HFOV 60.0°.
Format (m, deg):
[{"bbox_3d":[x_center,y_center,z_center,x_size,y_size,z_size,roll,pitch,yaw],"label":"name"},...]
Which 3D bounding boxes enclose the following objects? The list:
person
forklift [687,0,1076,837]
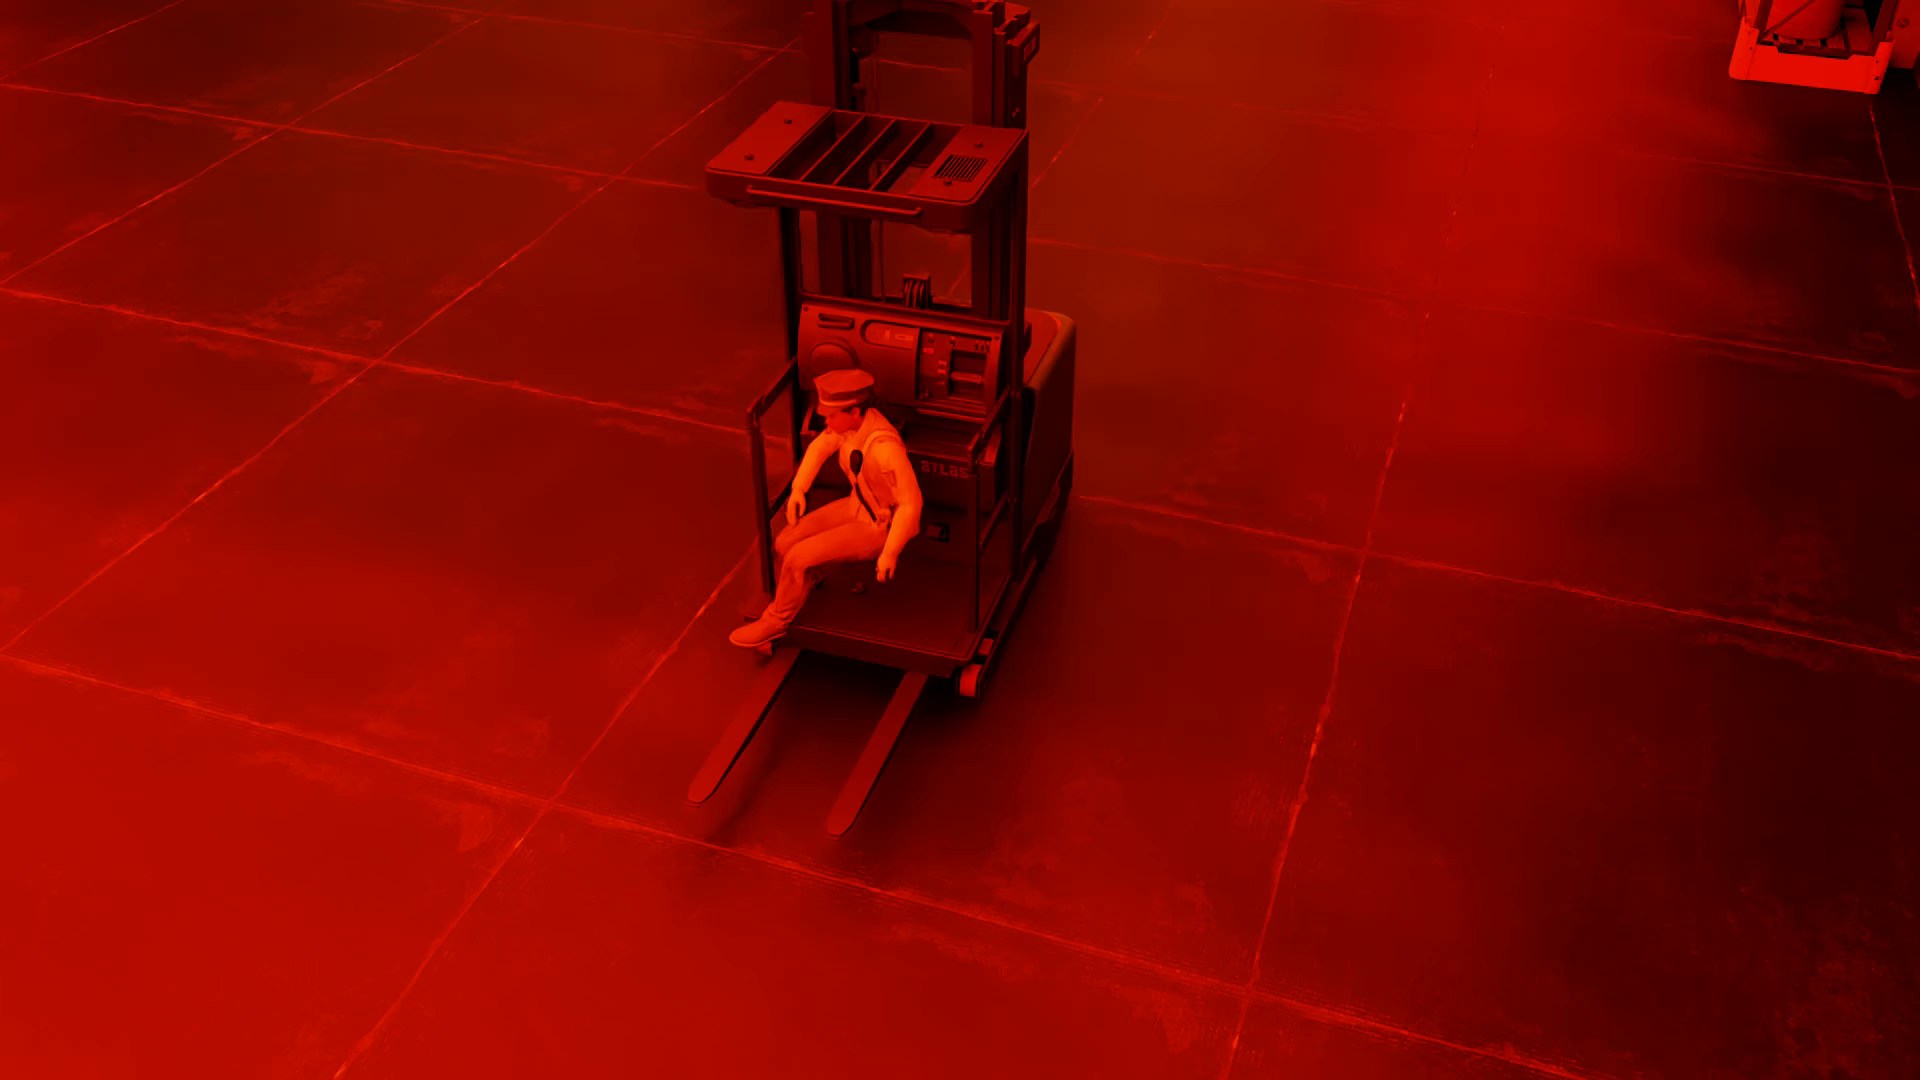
[{"bbox_3d":[-0.606,-0.066,7.276,0.883,1.405,0.708,-16,38,-21],"label":"person"},{"bbox_3d":[-0.332,-0.731,7.142,1.130,2.935,3.031,10,37,14],"label":"forklift"}]
